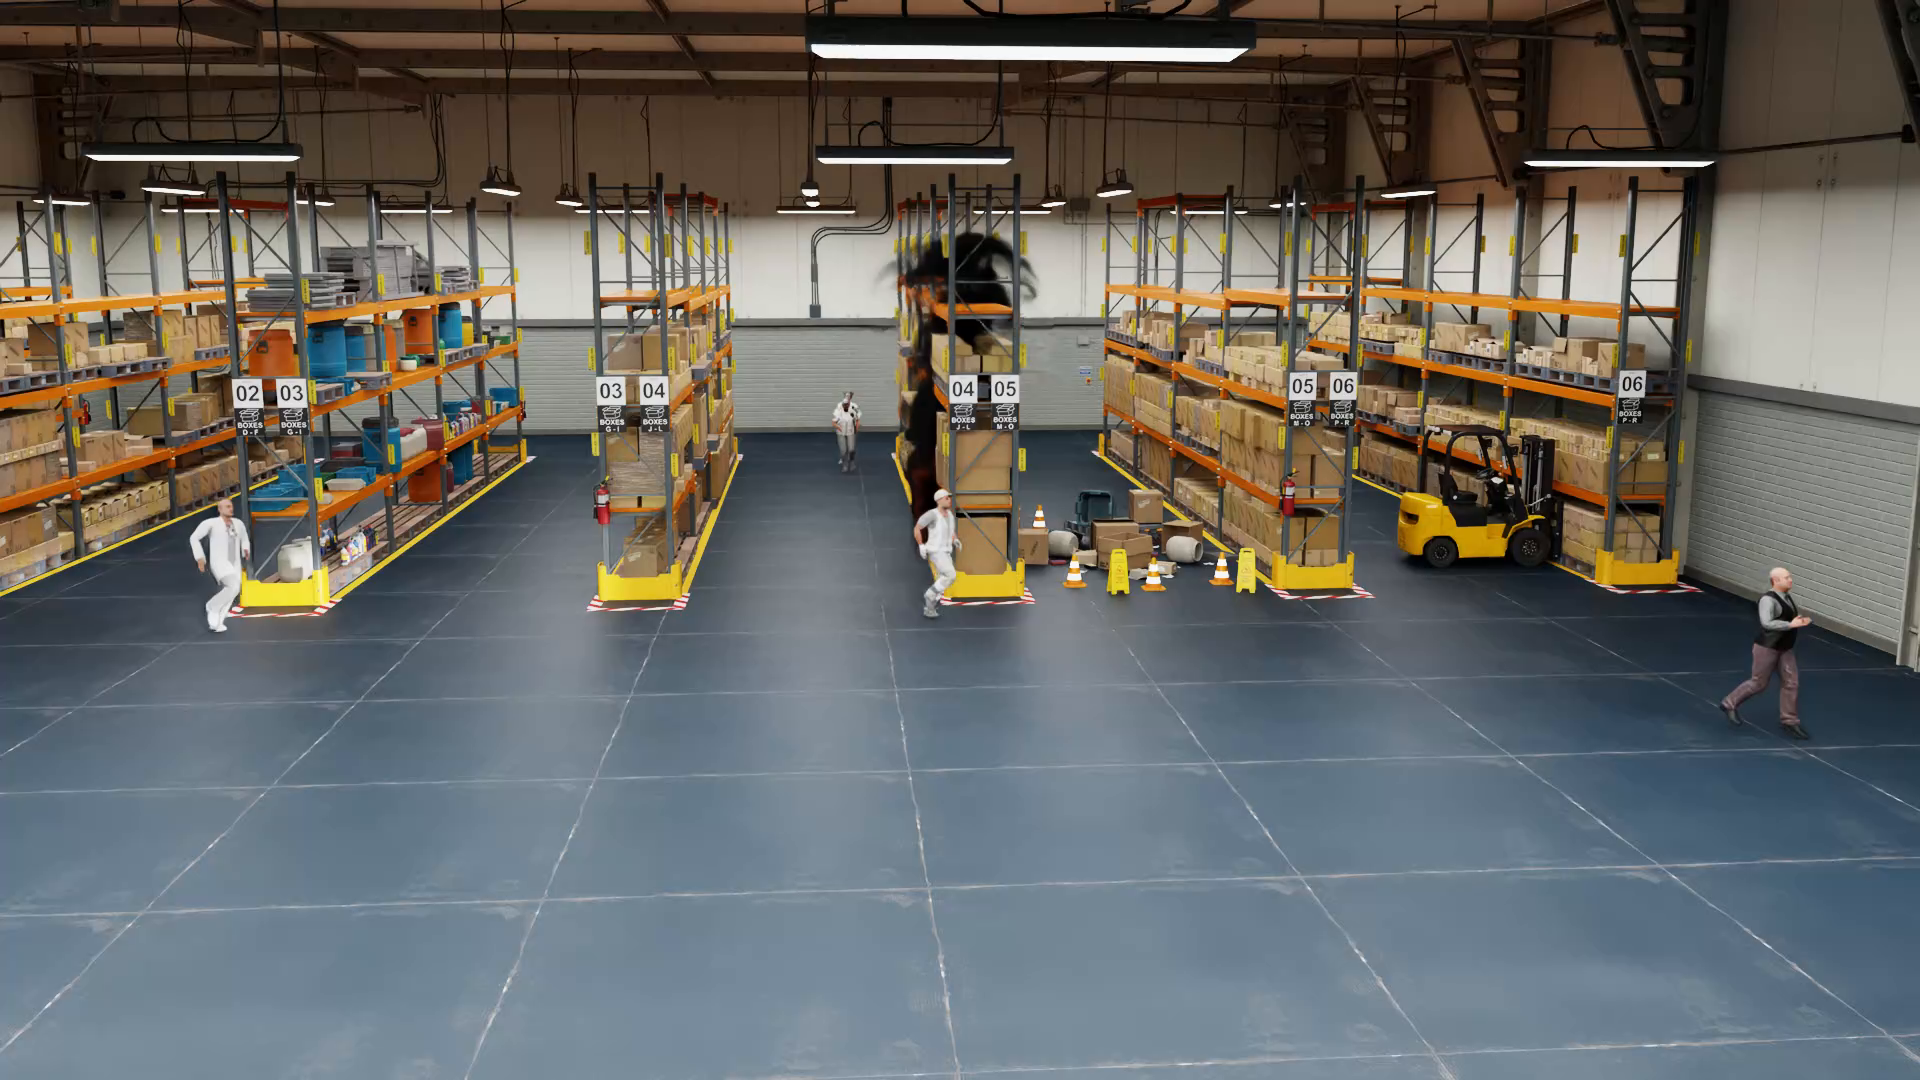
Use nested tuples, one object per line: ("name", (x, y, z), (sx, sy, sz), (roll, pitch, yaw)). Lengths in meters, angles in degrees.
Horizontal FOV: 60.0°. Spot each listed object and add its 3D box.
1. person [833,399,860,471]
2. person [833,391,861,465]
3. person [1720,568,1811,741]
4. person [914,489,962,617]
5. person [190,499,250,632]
("person", (-2.547, -2.343, 37.264), (0.613, 1.641, 0.594), (-1, 10, -4))
("person", (-2.634, -2.645, 38.788), (0.646, 1.691, 0.877), (1, 10, 4))
("person", (8.371, 1.141, 17.171), (0.674, 1.750, 0.893), (-8, 13, -39))
("person", (-0.225, 0.182, 22.690), (0.562, 1.730, 0.687), (7, 12, 36))
("person", (-9.628, 0.328, 21.900), (0.604, 1.720, 0.709), (5, 11, 28))
